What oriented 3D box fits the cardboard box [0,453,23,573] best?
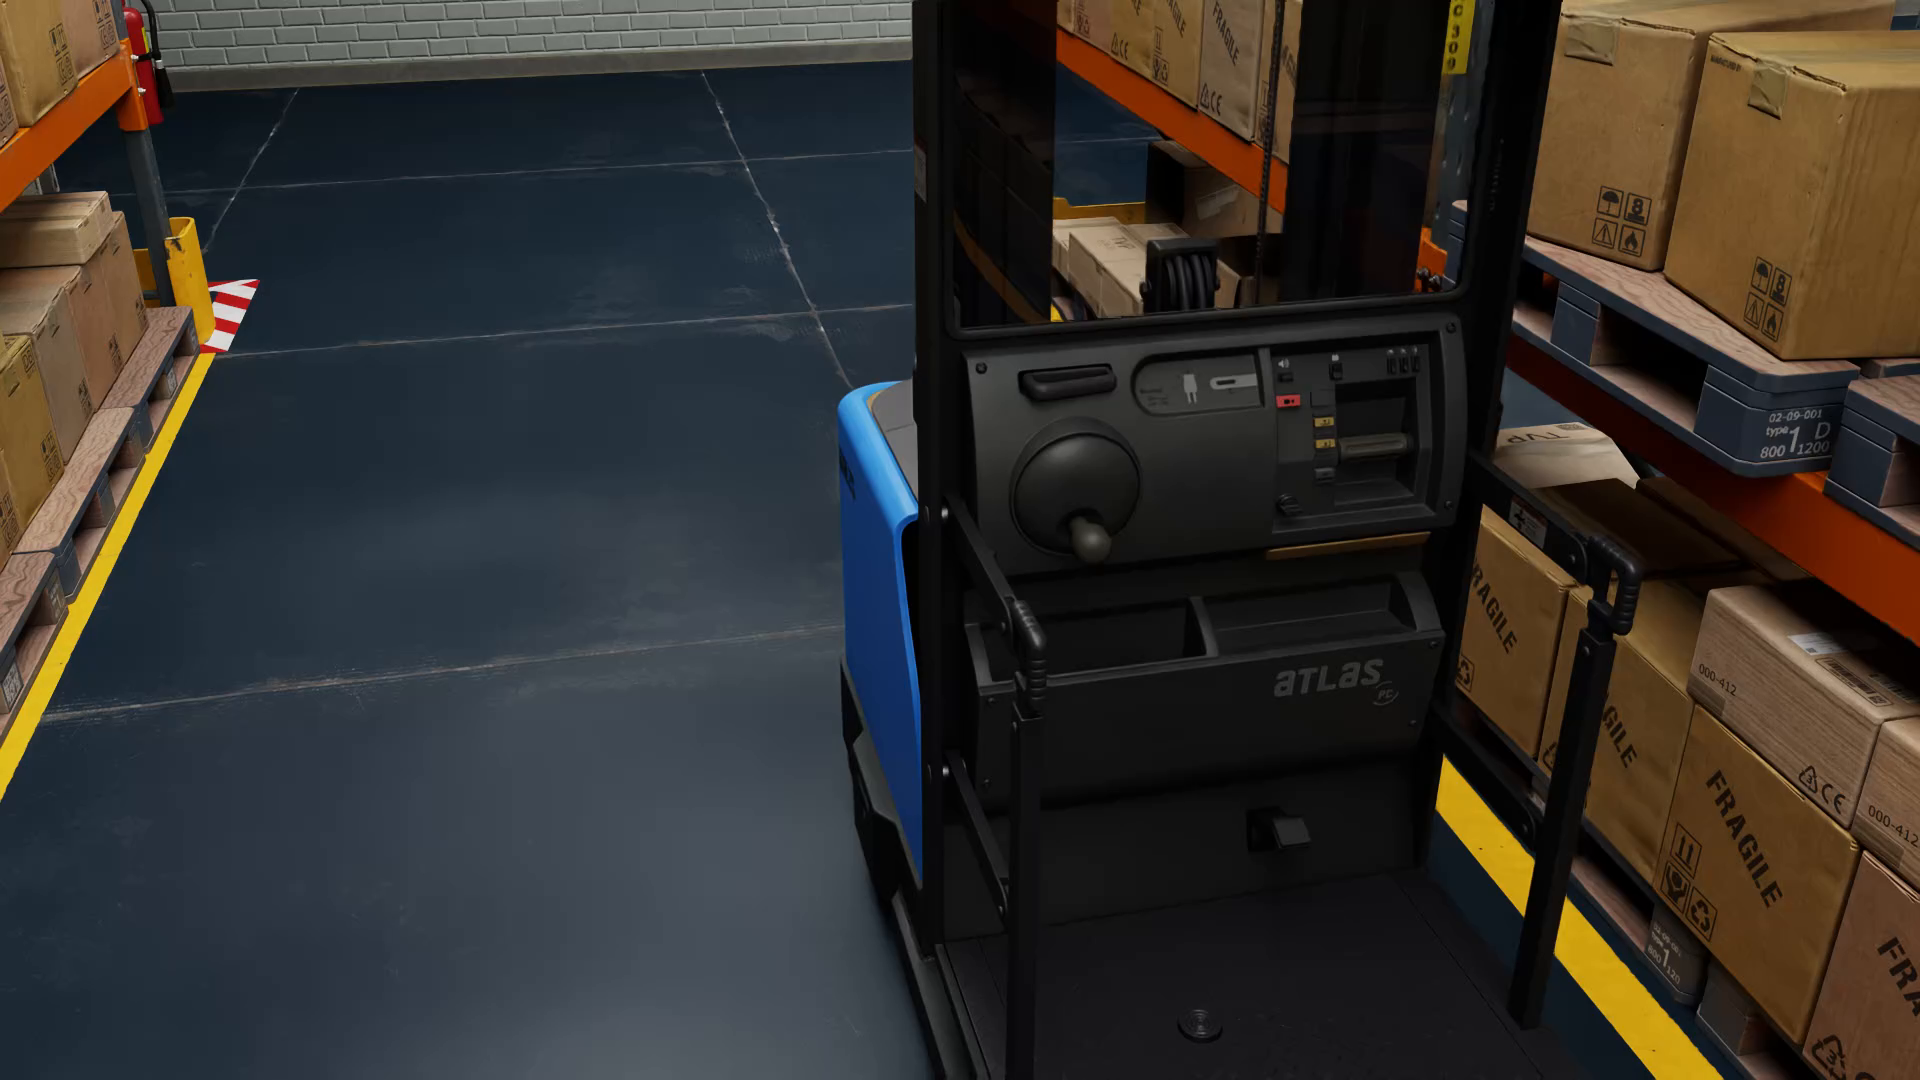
[{"bbox_3d":[-3.273,-0.093,4.914,0.700,0.500,0.500,-6,27,-12],"label":"cardboard box"}]

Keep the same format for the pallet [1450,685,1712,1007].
[{"bbox_3d":[1.951,0.632,4.265,1.003,0.211,1.213,-6,27,-12],"label":"pallet"}]

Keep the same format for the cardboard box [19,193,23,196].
[{"bbox_3d":[-3.963,-1.317,6.618,0.380,0.149,0.250,-6,27,-11],"label":"cardboard box"}]

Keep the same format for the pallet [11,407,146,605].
[{"bbox_3d":[-3.468,-0.095,5.705,1.003,0.211,1.213,-6,27,-12],"label":"pallet"}]

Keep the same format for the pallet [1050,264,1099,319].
[{"bbox_3d":[1.028,-1.094,7.684,1.003,0.211,1.213,-6,27,-12],"label":"pallet"}]

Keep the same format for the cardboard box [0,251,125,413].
[{"bbox_3d":[-3.628,-0.773,6.260,0.700,0.500,0.500,-6,27,-12],"label":"cardboard box"}]

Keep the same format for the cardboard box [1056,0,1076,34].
[{"bbox_3d":[0.673,-2.546,7.354,0.500,0.500,0.500,-5,27,-11],"label":"cardboard box"}]

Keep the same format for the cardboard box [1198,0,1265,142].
[{"bbox_3d":[1.133,-1.656,5.591,0.500,0.500,0.500,-5,27,-10],"label":"cardboard box"}]

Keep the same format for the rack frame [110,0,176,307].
[{"bbox_3d":[-3.996,-2.218,6.815,1.000,3.000,0.127,-6,27,-12],"label":"rack frame"}]

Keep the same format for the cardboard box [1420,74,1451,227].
[{"bbox_3d":[1.369,-1.205,4.697,0.500,0.500,0.500,-6,27,-11],"label":"cardboard box"}]

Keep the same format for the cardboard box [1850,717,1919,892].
[{"bbox_3d":[1.942,0.514,2.856,0.500,0.250,0.500,-6,27,-13],"label":"cardboard box"}]

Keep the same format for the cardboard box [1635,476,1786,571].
[{"bbox_3d":[2.122,0.140,4.429,0.500,0.500,0.500,-6,27,-12],"label":"cardboard box"}]

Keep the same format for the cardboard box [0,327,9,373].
[{"bbox_3d":[-3.180,-0.560,5.118,0.380,0.149,0.250,-7,28,-13],"label":"cardboard box"}]

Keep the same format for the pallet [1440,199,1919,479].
[{"bbox_3d":[1.805,-0.519,3.662,1.003,0.211,1.213,-6,27,-12],"label":"pallet"}]

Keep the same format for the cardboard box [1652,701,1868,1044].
[{"bbox_3d":[1.839,0.643,3.433,0.500,0.500,0.500,-6,27,-11],"label":"cardboard box"}]

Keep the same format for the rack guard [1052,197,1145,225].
[{"bbox_3d":[0.847,-1.573,8.312,1.175,0.500,0.348,-6,27,-12],"label":"rack guard"}]

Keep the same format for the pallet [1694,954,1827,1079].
[{"bbox_3d":[2.230,1.168,3.201,1.003,0.211,1.213,-6,27,-12],"label":"pallet"}]

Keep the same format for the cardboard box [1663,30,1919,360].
[{"bbox_3d":[1.837,-0.673,3.177,0.700,0.500,0.500,-2,27,-3],"label":"cardboard box"}]

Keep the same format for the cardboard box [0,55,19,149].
[{"bbox_3d":[-3.533,-1.475,5.011,0.980,0.700,0.700,-7,28,-14],"label":"cardboard box"}]

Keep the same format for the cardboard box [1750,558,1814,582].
[{"bbox_3d":[2.225,0.358,3.997,0.500,0.500,0.500,-6,27,-11],"label":"cardboard box"}]

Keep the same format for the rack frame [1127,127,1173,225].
[{"bbox_3d":[0.830,-2.723,7.815,1.000,3.000,0.127,-6,27,-12],"label":"rack frame"}]

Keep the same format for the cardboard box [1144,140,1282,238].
[{"bbox_3d":[1.192,-1.589,7.856,0.500,0.500,0.500,-6,27,-12],"label":"cardboard box"}]

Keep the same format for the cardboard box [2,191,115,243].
[{"bbox_3d":[-3.534,-1.244,6.474,0.380,0.149,0.250,-6,27,-12],"label":"cardboard box"}]

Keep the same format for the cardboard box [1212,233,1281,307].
[{"bbox_3d":[1.303,-0.873,6.433,0.797,0.503,0.637,-6,27,-12],"label":"cardboard box"}]

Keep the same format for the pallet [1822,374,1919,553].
[{"bbox_3d":[2.190,0.022,2.591,1.003,0.211,1.213,-6,27,-12],"label":"pallet"}]

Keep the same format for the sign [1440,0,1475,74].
[{"bbox_3d":[1.204,-1.295,4.025,0.100,0.325,0.005,-6,27,-12],"label":"sign"}]

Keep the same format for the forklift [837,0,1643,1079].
[{"bbox_3d":[0.522,-0.142,2.779,1.130,2.935,3.031,-6,27,-12],"label":"forklift"}]

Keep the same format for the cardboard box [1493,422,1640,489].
[{"bbox_3d":[1.847,-0.169,5.252,0.500,0.311,0.500,-6,27,-12],"label":"cardboard box"}]

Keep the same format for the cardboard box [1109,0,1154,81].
[{"bbox_3d":[0.905,-2.099,6.469,0.500,0.500,0.500,-6,27,-12],"label":"cardboard box"}]

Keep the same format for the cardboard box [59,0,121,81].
[{"bbox_3d":[-3.871,-2.129,6.306,0.980,0.700,0.700,-5,27,-9],"label":"cardboard box"}]

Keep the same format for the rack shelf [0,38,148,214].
[{"bbox_3d":[-3.545,-1.019,5.238,1.077,0.370,4.000,-6,27,-12],"label":"rack shelf"}]

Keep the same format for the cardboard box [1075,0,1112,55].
[{"bbox_3d":[0.794,-2.320,6.906,0.500,0.500,0.500,-6,27,-12],"label":"cardboard box"}]

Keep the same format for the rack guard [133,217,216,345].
[{"bbox_3d":[-4.001,-1.113,7.400,1.175,0.500,0.348,-6,27,-12],"label":"rack guard"}]

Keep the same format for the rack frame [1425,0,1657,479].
[{"bbox_3d":[1.731,-0.967,4.336,1.000,3.000,0.127,-6,27,-12],"label":"rack frame"}]

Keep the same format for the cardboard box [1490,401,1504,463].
[{"bbox_3d":[1.327,-0.268,5.239,0.500,0.500,0.500,-6,27,-12],"label":"cardboard box"}]

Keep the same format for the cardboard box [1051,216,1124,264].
[{"bbox_3d":[0.589,-1.428,7.925,0.380,0.149,0.250,-6,27,-12],"label":"cardboard box"}]

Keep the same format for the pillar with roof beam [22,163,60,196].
[{"bbox_3d":[-1.253,-6.431,8.504,9.100,9.000,0.400,-6,27,-12],"label":"pillar with roof beam"}]

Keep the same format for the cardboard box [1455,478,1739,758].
[{"bbox_3d":[1.603,0.190,4.331,0.500,0.500,0.500,-7,28,-14],"label":"cardboard box"}]

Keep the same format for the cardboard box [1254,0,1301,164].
[{"bbox_3d":[1.251,-1.431,5.145,0.500,0.500,0.500,-5,27,-10],"label":"cardboard box"}]

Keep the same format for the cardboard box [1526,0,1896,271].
[{"bbox_3d":[1.620,-0.968,3.762,0.700,0.500,0.500,-16,31,-29],"label":"cardboard box"}]

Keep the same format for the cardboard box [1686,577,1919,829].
[{"bbox_3d":[1.828,0.294,3.292,0.500,0.250,0.500,-6,27,-11],"label":"cardboard box"}]

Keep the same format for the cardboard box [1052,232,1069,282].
[{"bbox_3d":[0.646,-1.326,7.704,0.380,0.166,0.250,-6,27,-12],"label":"cardboard box"}]

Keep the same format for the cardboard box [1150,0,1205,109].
[{"bbox_3d":[1.016,-1.880,6.034,0.500,0.500,0.500,-6,27,-11],"label":"cardboard box"}]

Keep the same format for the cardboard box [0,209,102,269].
[{"bbox_3d":[-3.476,-1.132,6.252,0.380,0.149,0.250,-5,27,-10],"label":"cardboard box"}]

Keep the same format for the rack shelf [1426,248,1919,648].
[{"bbox_3d":[2.182,0.233,2.759,1.077,0.370,4.000,-6,27,-12],"label":"rack shelf"}]

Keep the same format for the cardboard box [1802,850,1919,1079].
[{"bbox_3d":[1.953,0.865,2.993,0.500,0.500,0.500,-7,28,-14],"label":"cardboard box"}]

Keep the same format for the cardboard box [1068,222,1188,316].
[{"bbox_3d":[0.789,-1.205,7.371,0.500,0.250,0.500,-6,27,-12],"label":"cardboard box"}]

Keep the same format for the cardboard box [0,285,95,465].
[{"bbox_3d":[-3.514,-0.552,5.823,0.700,0.500,0.500,-7,28,-13],"label":"cardboard box"}]

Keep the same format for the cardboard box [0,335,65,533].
[{"bbox_3d":[-3.386,-0.319,5.360,0.700,0.500,0.500,-5,27,-10],"label":"cardboard box"}]

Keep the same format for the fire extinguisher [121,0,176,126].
[{"bbox_3d":[-3.580,-2.130,7.141,0.296,0.674,0.183,-6,27,-12],"label":"fire extinguisher"}]

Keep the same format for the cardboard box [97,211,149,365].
[{"bbox_3d":[-3.740,-0.992,6.695,0.700,0.500,0.500,-6,27,-12],"label":"cardboard box"}]

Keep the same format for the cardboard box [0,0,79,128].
[{"bbox_3d":[-3.696,-1.811,5.676,0.980,0.700,0.700,-6,27,-12],"label":"cardboard box"}]

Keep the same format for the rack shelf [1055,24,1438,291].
[{"bbox_3d":[1.281,-1.523,6.238,1.077,0.370,4.000,-6,27,-12],"label":"rack shelf"}]

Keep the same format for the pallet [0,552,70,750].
[{"bbox_3d":[-3.189,0.441,4.642,1.003,0.211,1.213,-6,27,-12],"label":"pallet"}]

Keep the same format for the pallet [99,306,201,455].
[{"bbox_3d":[-3.739,-0.630,6.764,1.003,0.211,1.213,-6,27,-12],"label":"pallet"}]

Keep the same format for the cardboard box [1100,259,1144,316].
[{"bbox_3d":[0.901,-0.985,6.936,0.500,0.250,0.500,-6,27,-12],"label":"cardboard box"}]

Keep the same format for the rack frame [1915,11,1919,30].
[{"bbox_3d":[5.657,-3.224,8.809,1.000,3.000,0.127,-6,27,-12],"label":"rack frame"}]

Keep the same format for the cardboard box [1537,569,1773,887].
[{"bbox_3d":[1.734,0.423,3.869,0.500,0.500,0.500,-6,27,-11],"label":"cardboard box"}]
